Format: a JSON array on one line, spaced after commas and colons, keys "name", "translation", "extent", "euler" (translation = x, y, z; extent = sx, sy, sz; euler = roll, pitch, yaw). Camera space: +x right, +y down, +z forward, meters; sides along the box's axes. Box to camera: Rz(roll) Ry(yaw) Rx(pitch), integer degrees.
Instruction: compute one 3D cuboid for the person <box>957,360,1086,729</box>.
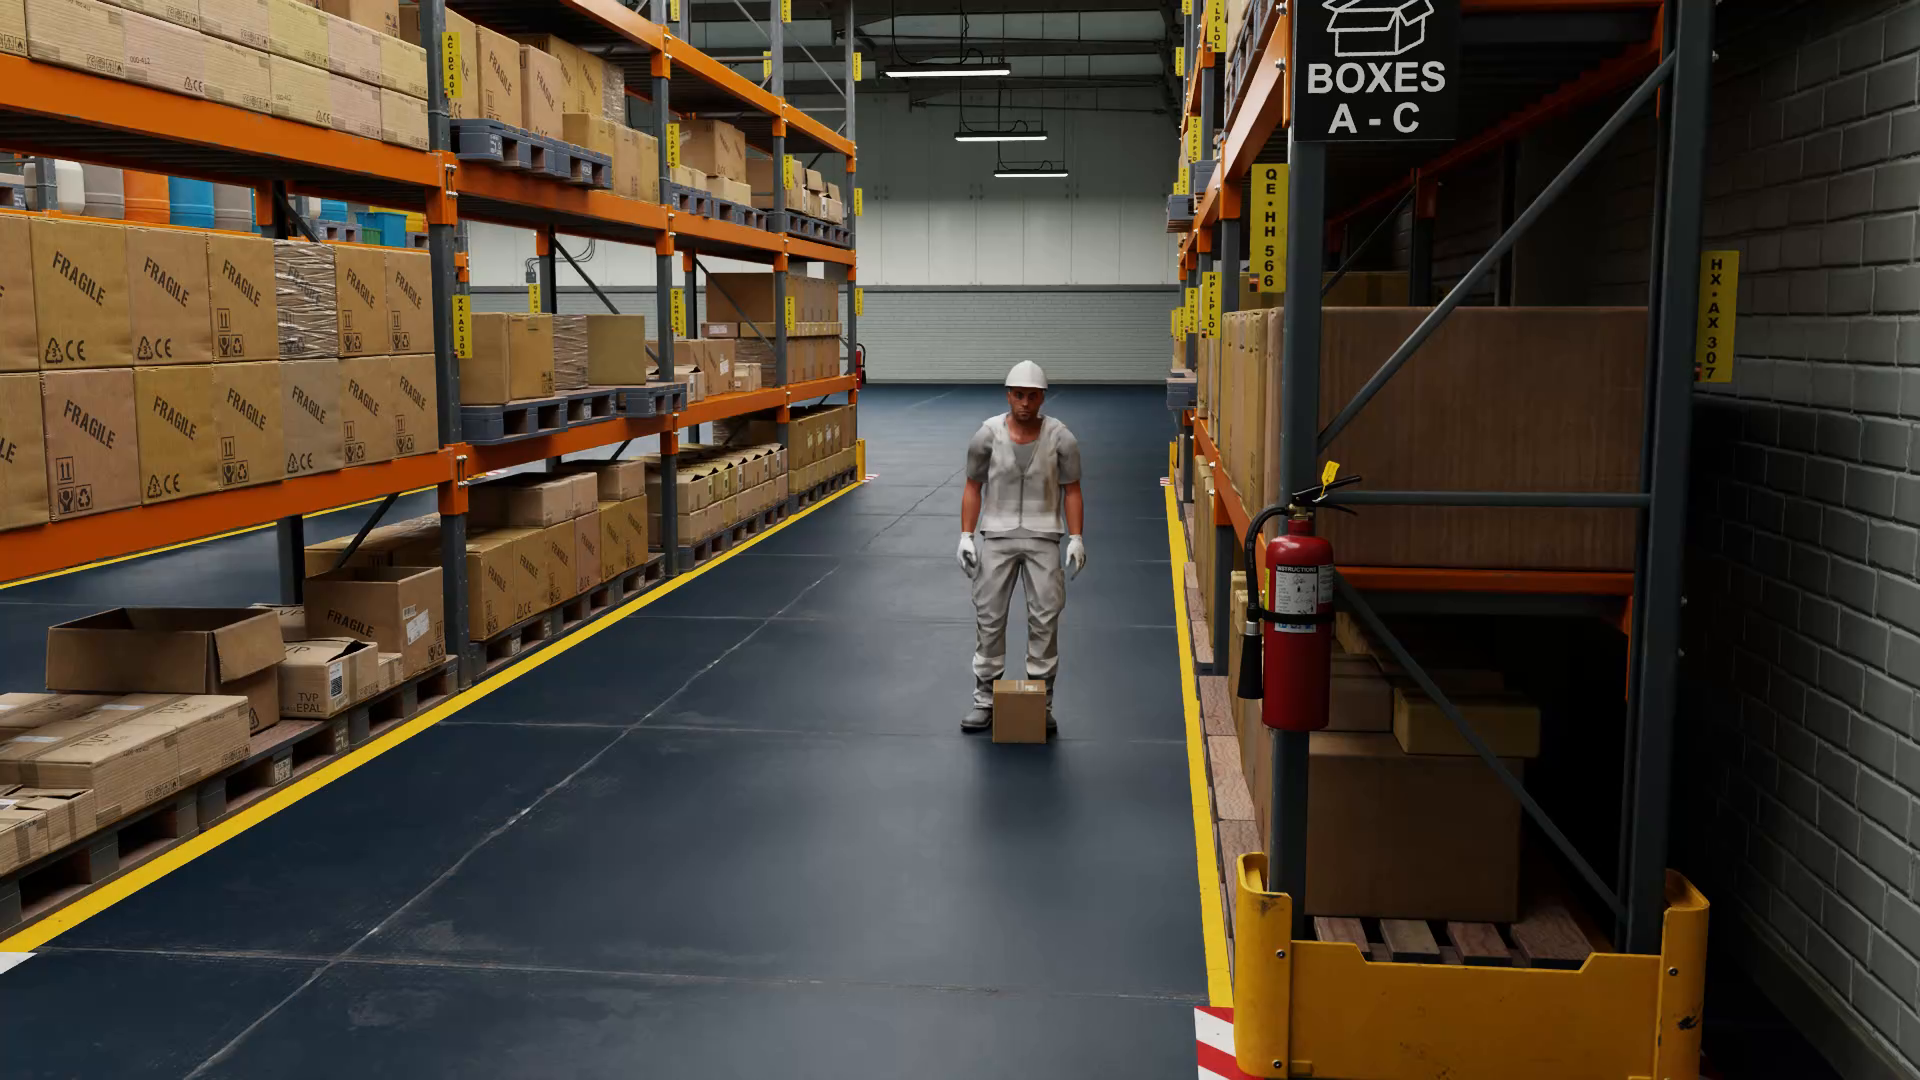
[{"name": "person", "translation": [0.297, 0.027, 8.018], "extent": [0.623, 1.780, 0.448], "euler": [1, 8, 4]}]
